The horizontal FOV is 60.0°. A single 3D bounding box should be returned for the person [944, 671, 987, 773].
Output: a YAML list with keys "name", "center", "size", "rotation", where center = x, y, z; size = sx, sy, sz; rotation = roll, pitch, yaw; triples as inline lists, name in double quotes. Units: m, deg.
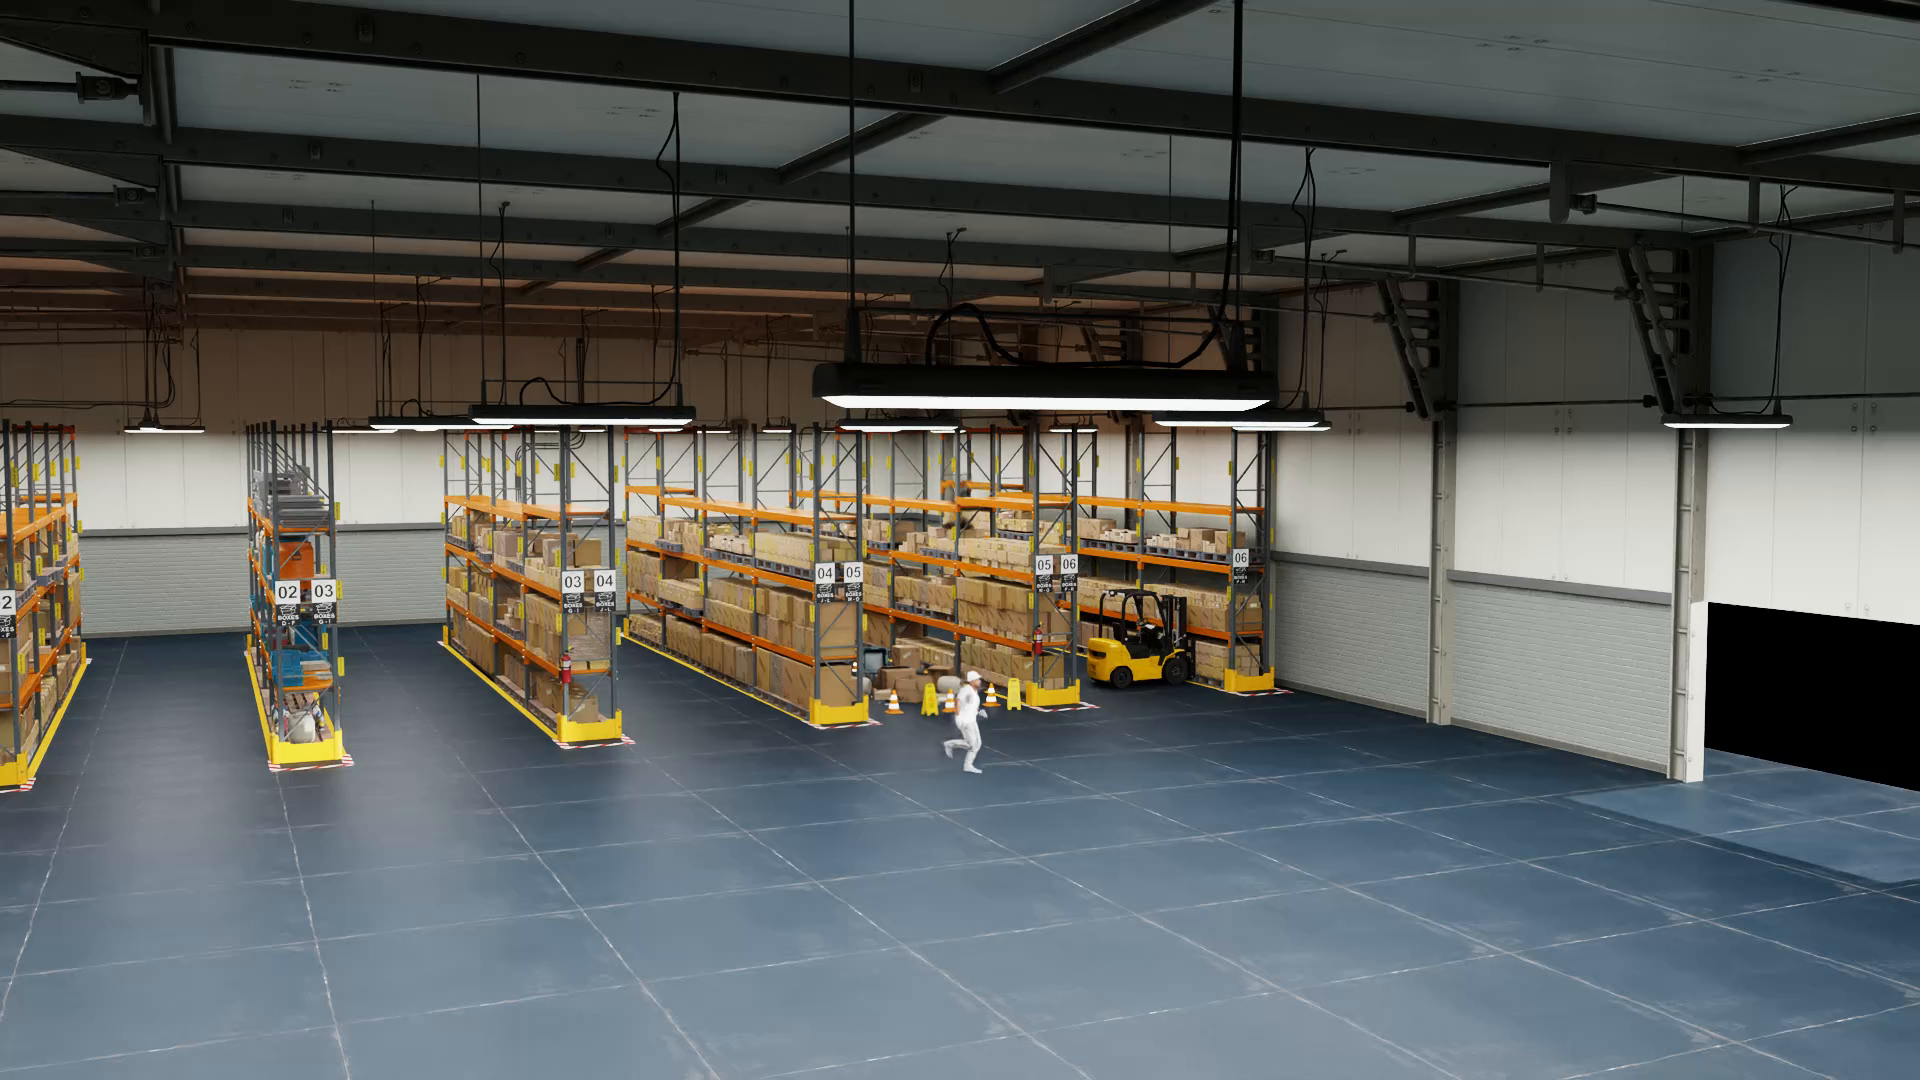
- name: "person"
  center: [0.087, 3.101, 28.389]
  size: [0.721, 1.736, 0.721]
  rotation: [1, 4, 17]
